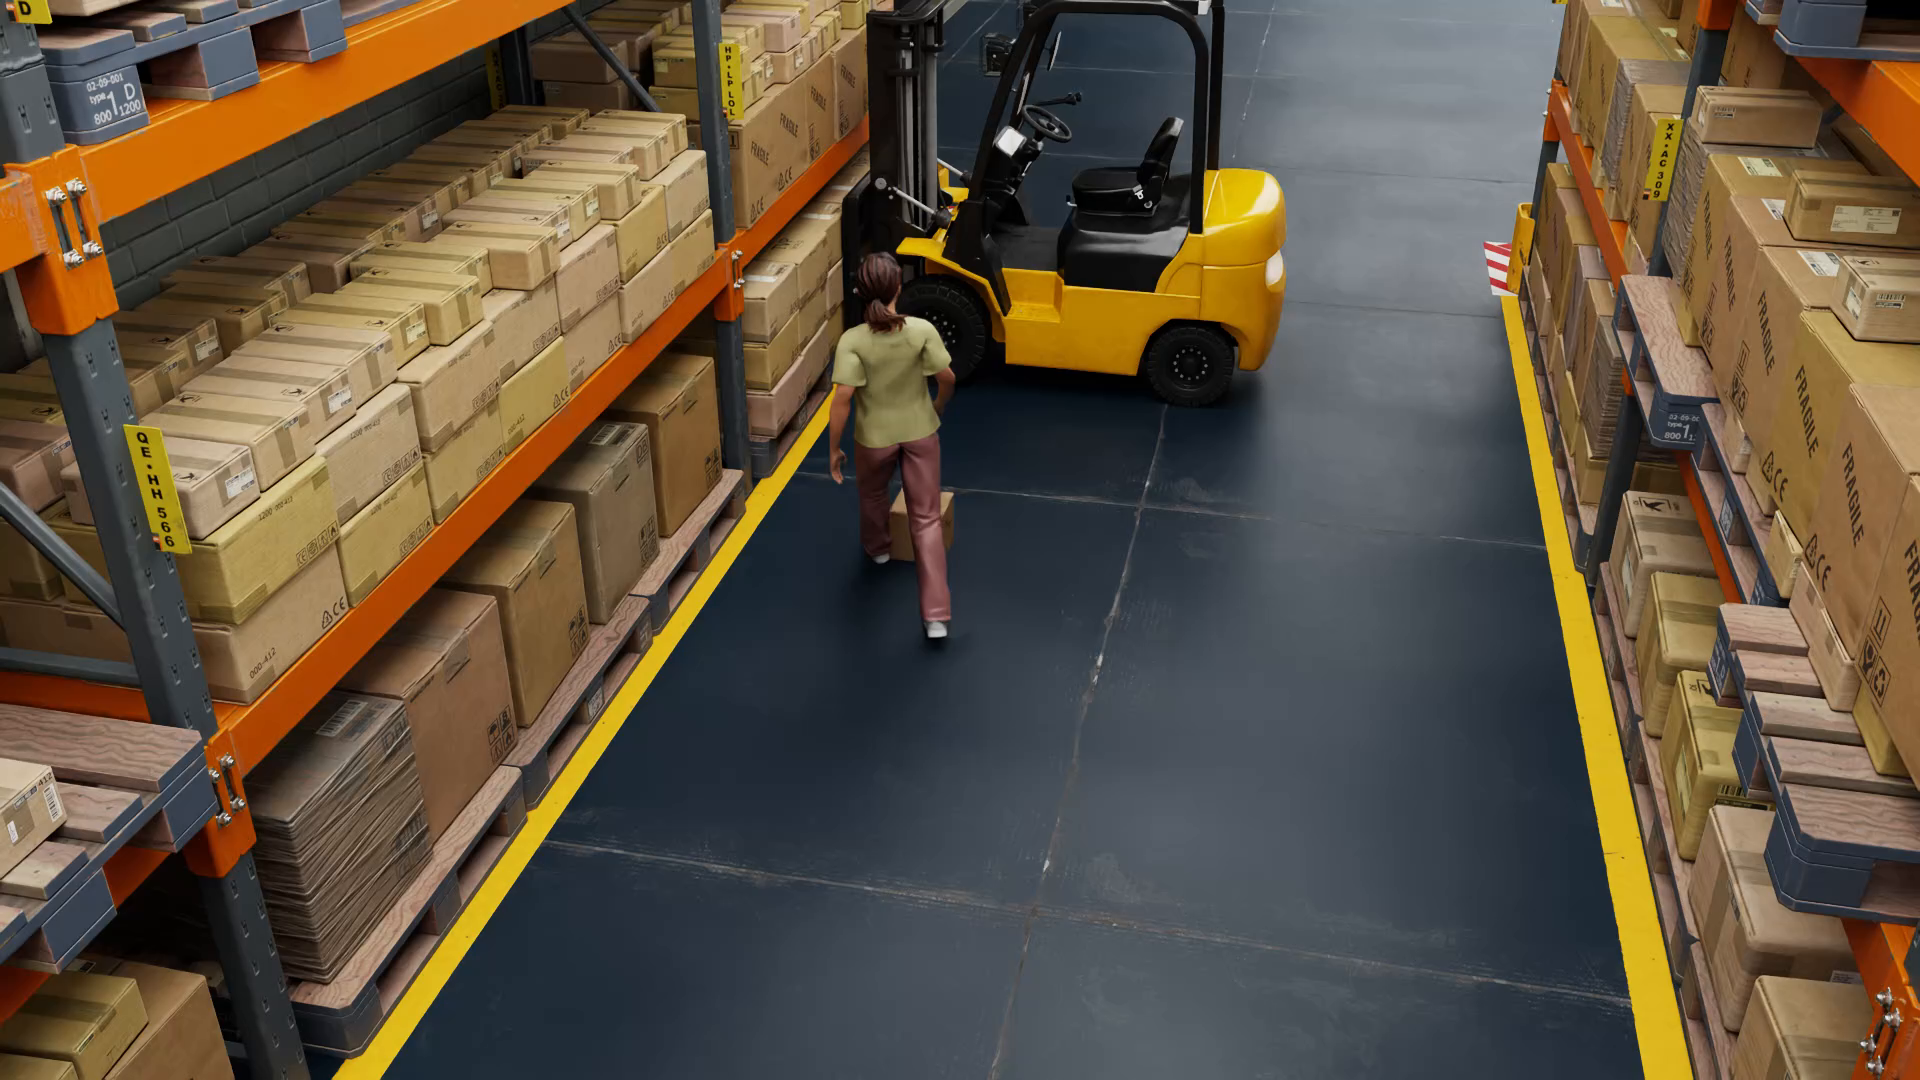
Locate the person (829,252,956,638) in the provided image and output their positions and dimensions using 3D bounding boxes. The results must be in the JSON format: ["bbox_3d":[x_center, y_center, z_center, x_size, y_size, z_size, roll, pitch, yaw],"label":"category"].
[{"bbox_3d":[-0.288,-0.481,7.029,0.527,1.612,1.028,-2,29,-3],"label":"person"}]
